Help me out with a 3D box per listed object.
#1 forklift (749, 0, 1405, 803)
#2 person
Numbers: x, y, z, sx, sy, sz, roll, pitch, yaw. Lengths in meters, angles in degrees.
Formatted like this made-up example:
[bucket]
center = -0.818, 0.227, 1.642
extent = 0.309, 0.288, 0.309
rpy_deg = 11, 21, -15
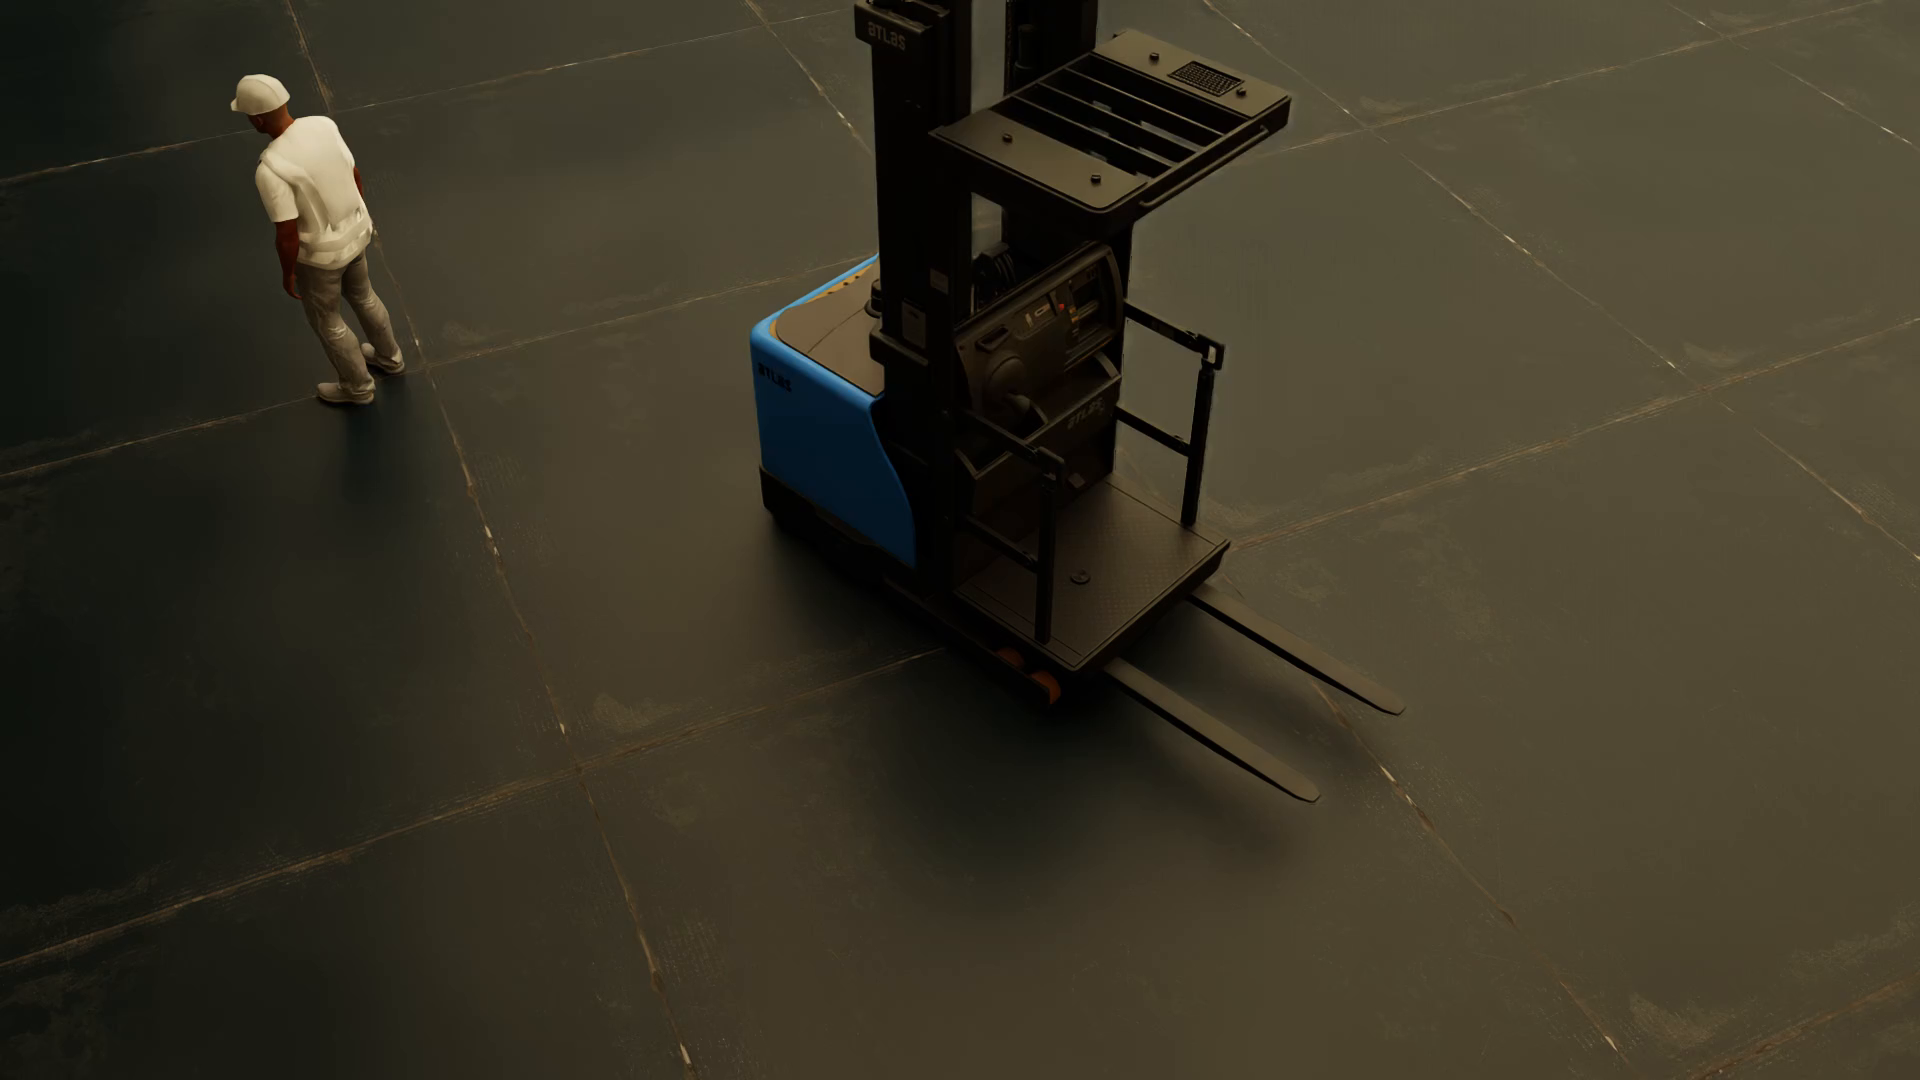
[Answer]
[forklift]
center = 0.482, -0.765, 6.500
extent = 3.031, 2.935, 1.130
rpy_deg = 32, 52, 30
[person]
center = -3.111, -1.453, 8.099
extent = 0.463, 1.759, 0.626
rpy_deg = 14, 45, 15
